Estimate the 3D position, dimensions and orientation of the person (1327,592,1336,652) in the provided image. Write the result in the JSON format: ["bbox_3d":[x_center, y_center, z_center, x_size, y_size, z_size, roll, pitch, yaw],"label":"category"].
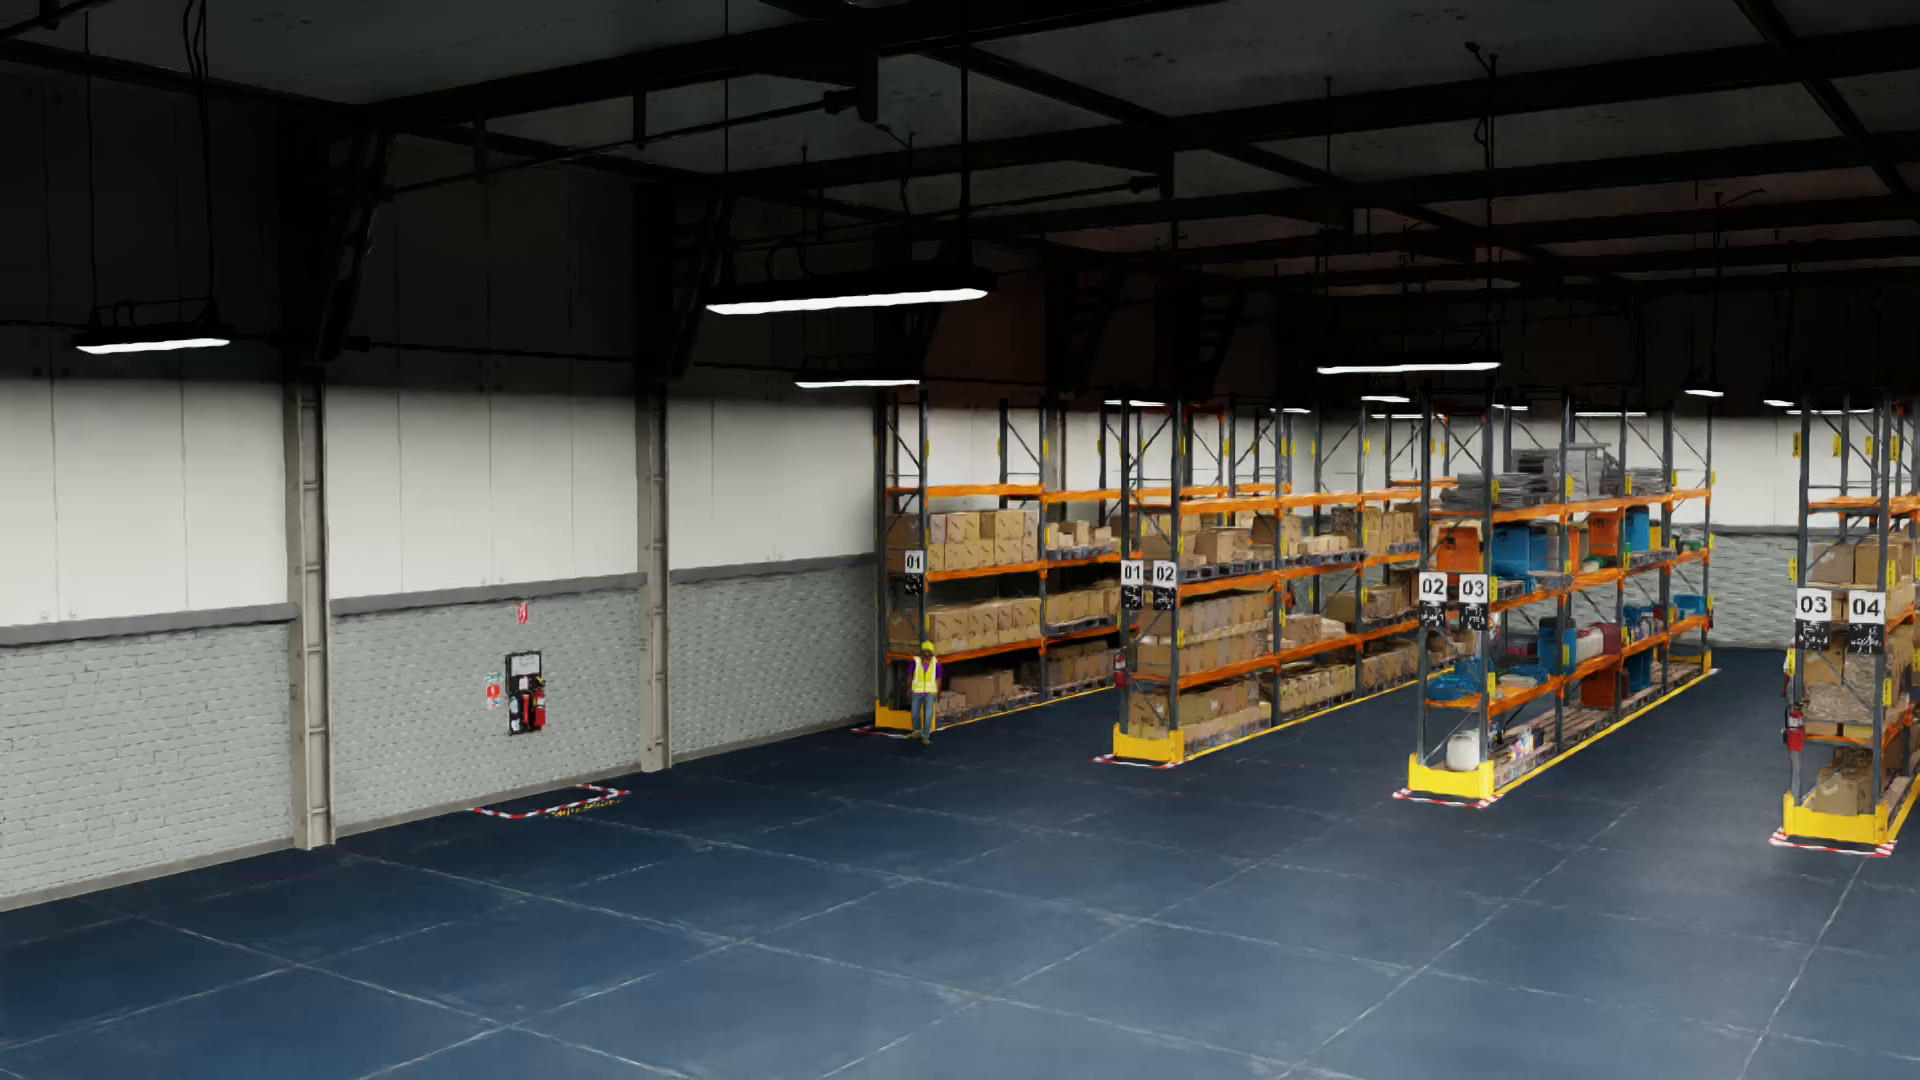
[{"bbox_3d":[9.126,2.005,40.269,0.566,1.541,0.519,2,4,31],"label":"person"}]

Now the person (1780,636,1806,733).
[{"bbox_3d":[14.411,2.514,28.697,0.682,1.763,0.585,-2,4,-34],"label":"person"}]

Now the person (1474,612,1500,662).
[{"bbox_3d":[11.590,2.121,36.572,0.540,1.670,1.130,2,4,32],"label":"person"}]

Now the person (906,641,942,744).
[{"bbox_3d":[-0.611,2.569,28.161,0.610,1.750,0.578,0,3,-1],"label":"person"}]

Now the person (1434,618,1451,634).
[{"bbox_3d":[12.704,1.774,43.747,0.598,1.619,0.506,2,4,33],"label":"person"}]
